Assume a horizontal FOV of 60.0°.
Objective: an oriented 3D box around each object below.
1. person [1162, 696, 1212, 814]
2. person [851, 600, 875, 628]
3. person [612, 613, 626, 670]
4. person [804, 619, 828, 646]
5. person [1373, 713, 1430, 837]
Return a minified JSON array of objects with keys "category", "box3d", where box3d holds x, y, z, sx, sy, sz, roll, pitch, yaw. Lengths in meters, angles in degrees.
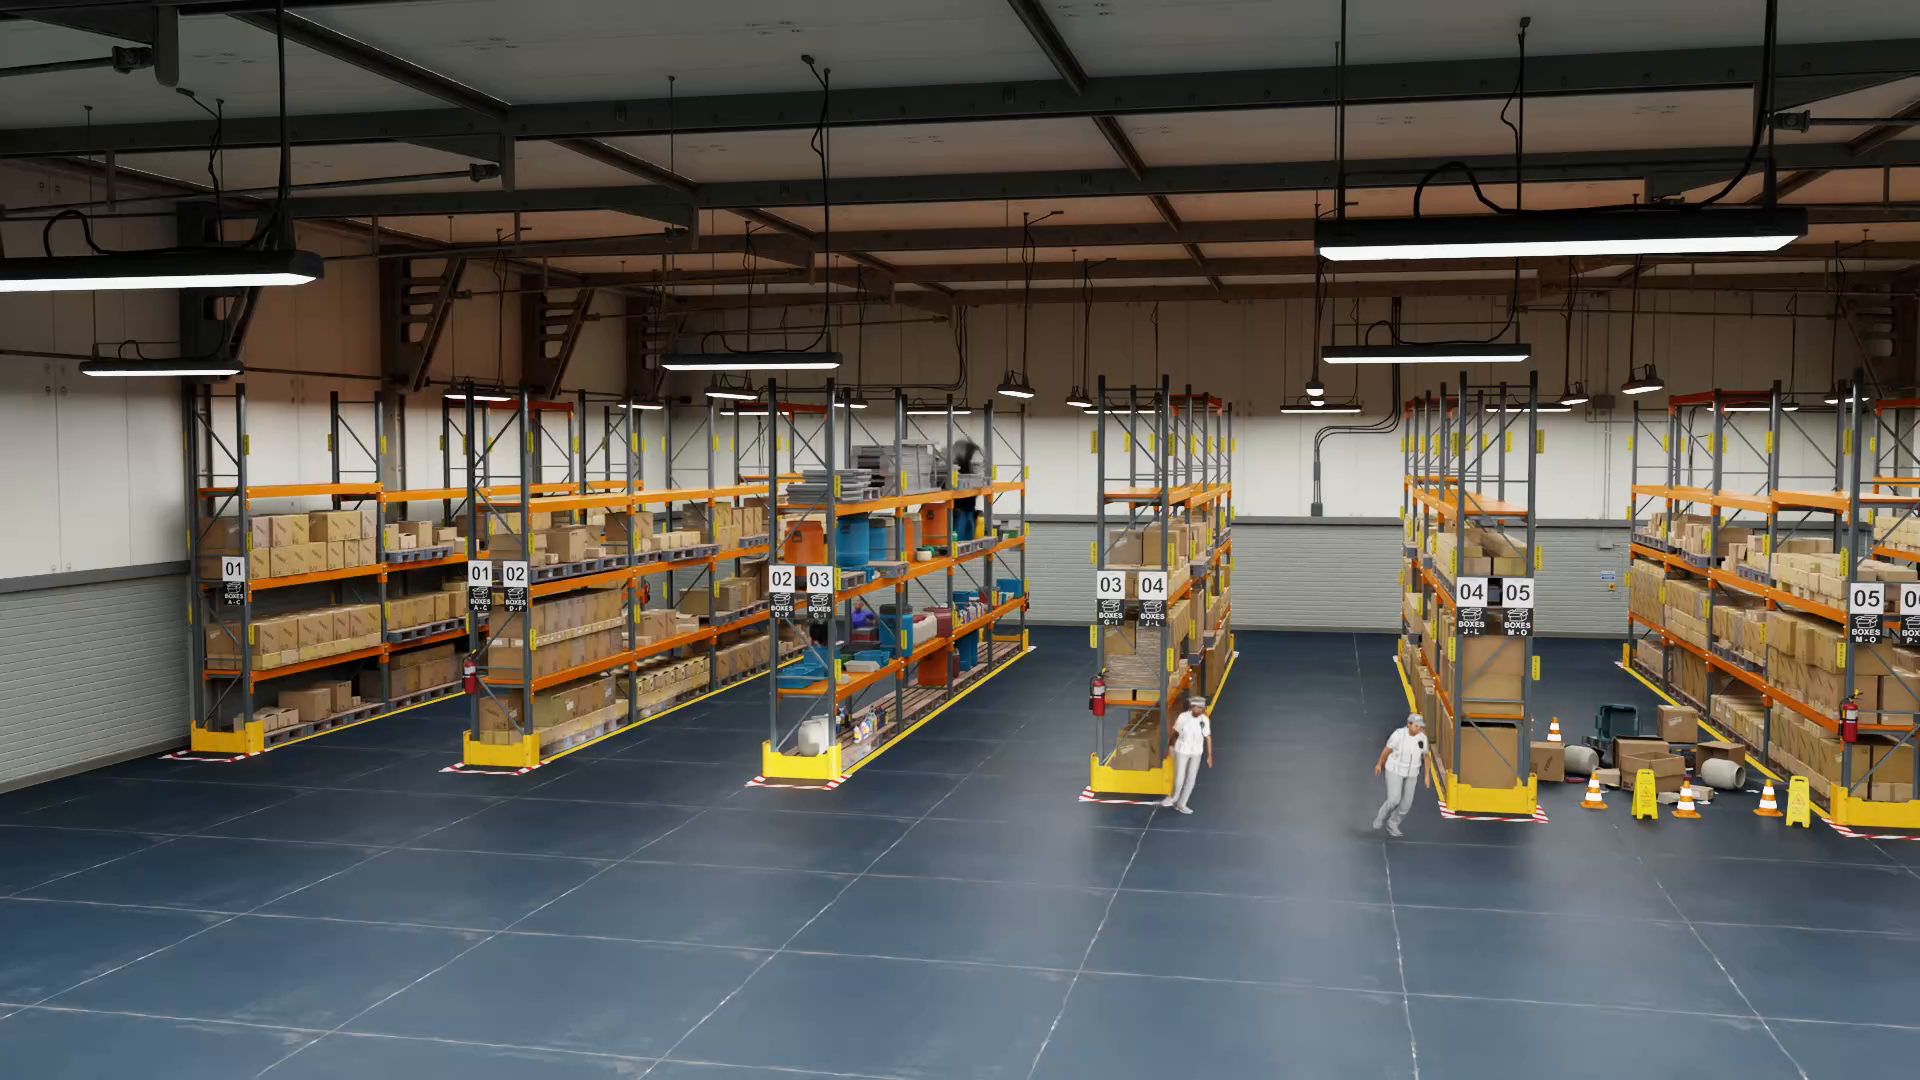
[{"category":"person","box3d":[3.081,2.910,22.543,0.613,1.633,0.555,-1,3,-11]},{"category":"person","box3d":[-2.136,2.129,35.898,0.572,1.698,0.896,1,3,18]},{"category":"person","box3d":[-7.344,2.122,35.418,0.662,1.733,0.801,0,3,-1]},{"category":"person","box3d":[-2.983,2.152,35.771,0.689,1.663,0.808,-2,4,-31]},{"category":"person","box3d":[5.645,2.996,21.198,0.638,1.615,0.626,-1,3,-13]}]
